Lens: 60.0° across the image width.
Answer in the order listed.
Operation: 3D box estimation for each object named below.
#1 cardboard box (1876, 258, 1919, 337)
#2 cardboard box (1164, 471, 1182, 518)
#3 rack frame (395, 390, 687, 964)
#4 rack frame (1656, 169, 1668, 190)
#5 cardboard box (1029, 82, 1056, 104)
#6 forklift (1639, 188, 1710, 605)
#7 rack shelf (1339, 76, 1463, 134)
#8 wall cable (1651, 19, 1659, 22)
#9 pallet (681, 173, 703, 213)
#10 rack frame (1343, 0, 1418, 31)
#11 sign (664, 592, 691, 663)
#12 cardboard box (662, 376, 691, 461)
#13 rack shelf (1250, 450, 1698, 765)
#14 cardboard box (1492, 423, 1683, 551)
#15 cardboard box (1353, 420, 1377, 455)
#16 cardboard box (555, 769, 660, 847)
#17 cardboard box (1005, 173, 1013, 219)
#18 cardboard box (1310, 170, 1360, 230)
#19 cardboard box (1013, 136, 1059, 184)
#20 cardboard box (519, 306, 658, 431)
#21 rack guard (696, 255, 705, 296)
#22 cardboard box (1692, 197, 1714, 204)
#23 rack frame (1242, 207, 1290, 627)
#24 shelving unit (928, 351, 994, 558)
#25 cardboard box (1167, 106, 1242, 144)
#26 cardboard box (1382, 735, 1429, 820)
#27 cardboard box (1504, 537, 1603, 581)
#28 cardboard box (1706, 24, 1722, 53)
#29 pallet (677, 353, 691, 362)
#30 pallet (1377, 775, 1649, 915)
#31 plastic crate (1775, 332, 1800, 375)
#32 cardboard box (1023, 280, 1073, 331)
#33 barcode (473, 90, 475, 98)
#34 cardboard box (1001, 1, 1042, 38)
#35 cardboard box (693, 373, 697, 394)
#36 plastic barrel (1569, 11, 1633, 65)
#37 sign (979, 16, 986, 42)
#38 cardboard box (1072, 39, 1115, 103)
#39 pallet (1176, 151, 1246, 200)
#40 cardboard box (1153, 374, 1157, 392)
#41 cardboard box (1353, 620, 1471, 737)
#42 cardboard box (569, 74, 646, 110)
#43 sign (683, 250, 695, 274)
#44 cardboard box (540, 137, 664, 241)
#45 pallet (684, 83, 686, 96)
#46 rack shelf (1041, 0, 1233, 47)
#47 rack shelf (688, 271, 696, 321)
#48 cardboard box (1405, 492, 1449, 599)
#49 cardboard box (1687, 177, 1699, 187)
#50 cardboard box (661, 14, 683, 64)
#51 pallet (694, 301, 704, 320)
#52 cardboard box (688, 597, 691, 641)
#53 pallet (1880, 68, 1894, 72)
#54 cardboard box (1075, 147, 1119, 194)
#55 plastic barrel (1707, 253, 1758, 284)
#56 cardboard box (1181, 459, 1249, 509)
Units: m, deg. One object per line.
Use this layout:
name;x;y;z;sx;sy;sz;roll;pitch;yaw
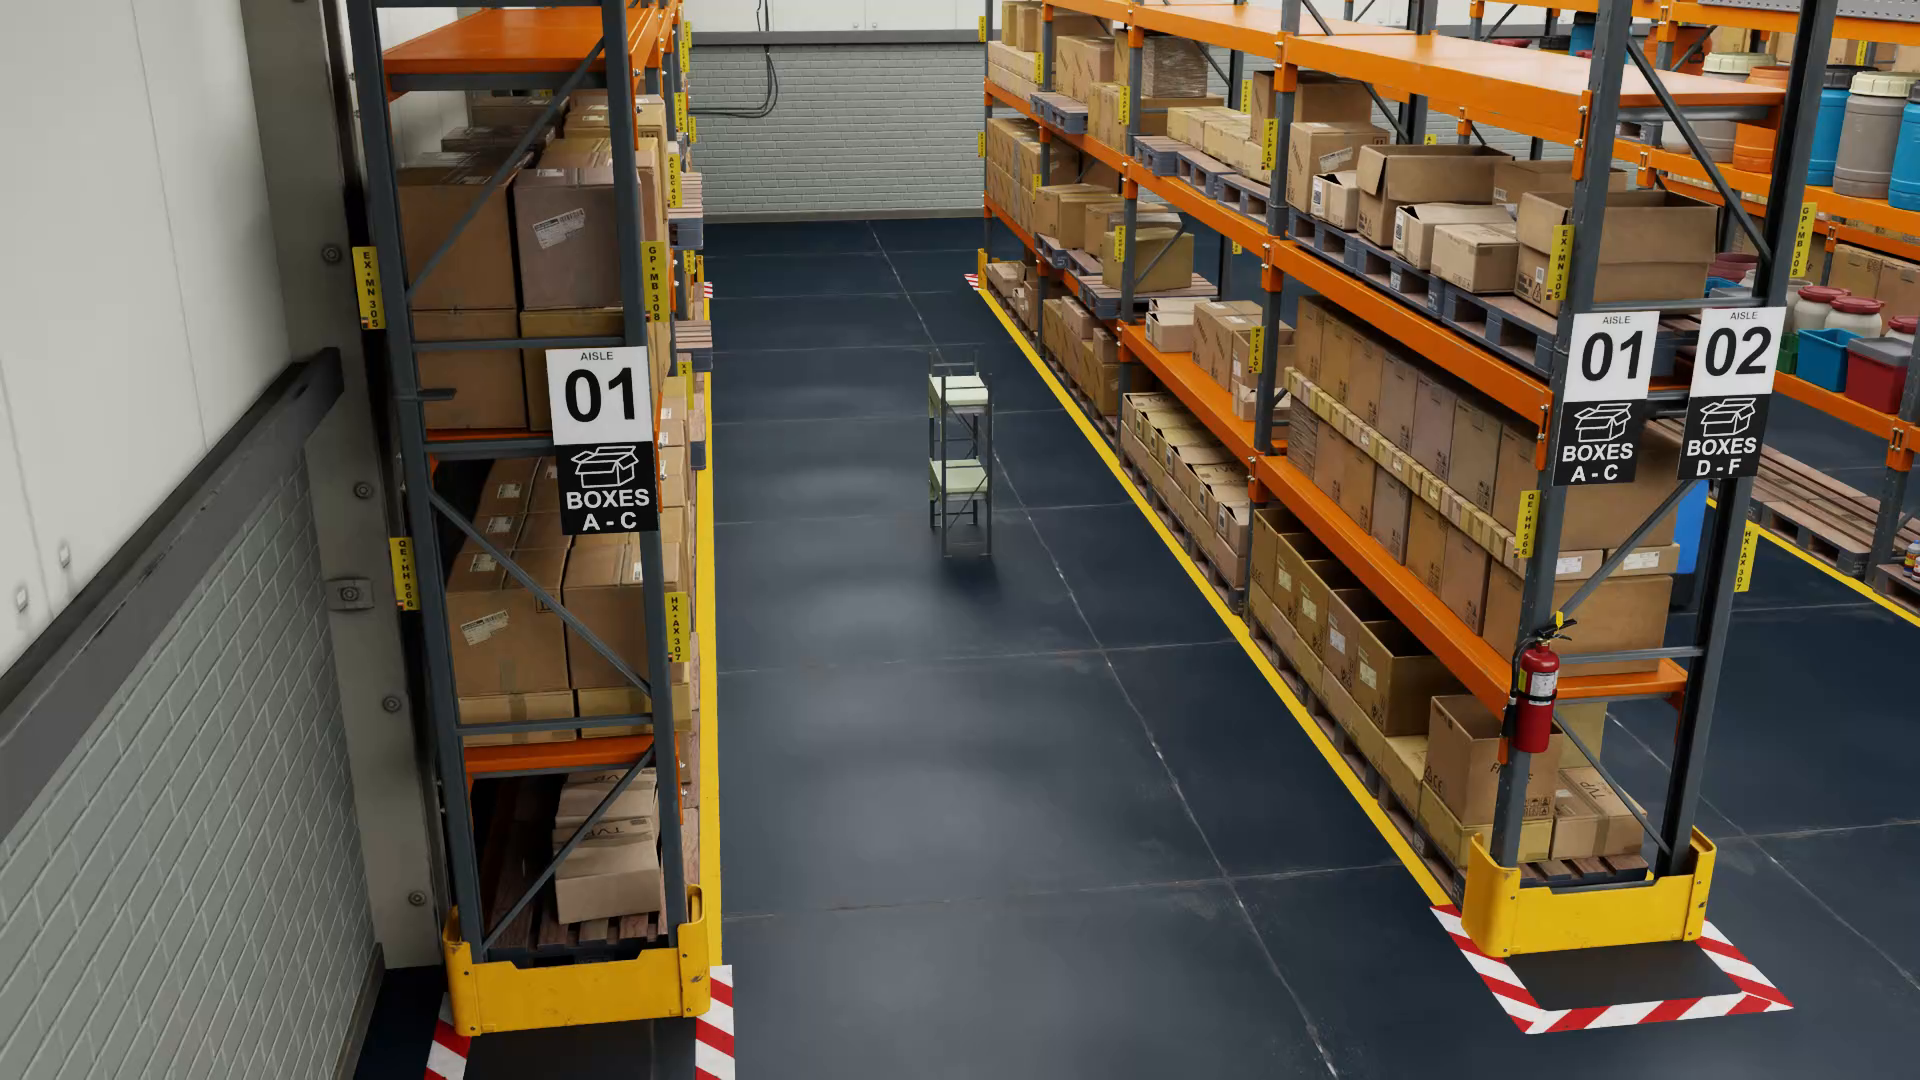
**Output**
cardboard box;11.457;-2.765;19.268;1.225;0.875;0.875;-4;21;-10
cardboard box;2.001;-0.391;13.806;0.500;0.250;0.500;-2;21;-7
rack frame;-1.760;0.811;7.258;1.000;3.000;0.127;-3;21;-8
rack frame;10.639;-5.478;24.096;1.000;3.000;0.127;-3;21;-8
cardboard box;1.079;-5.085;18.970;0.500;0.250;0.500;-3;21;-8
forklift;4.683;-1.331;13.091;1.130;2.935;3.031;-3;21;-9
rack shelf;6.026;-5.604;21.175;1.077;0.370;4.000;-3;21;-8
wall cable;13.234;-11.927;28.191;2.277;5.999;0.120;-3;21;-8
pallet;-2.472;-2.469;12.021;1.213;0.211;1.003;-3;21;-8
rack frame;5.737;-8.039;22.378;1.000;3.000;0.127;-3;21;-8
sign;-1.223;0.378;7.180;0.100;0.325;0.005;-3;21;-8
cardboard box;-1.962;-0.716;10.461;0.500;0.500;0.500;-3;21;-8
rack shelf;2.853;0.204;9.910;1.077;0.370;4.000;-3;21;-8
cardboard box;3.079;-0.275;8.169;0.700;0.500;0.500;-3;21;-8
cardboard box;2.602;-0.627;10.038;0.380;0.149;0.250;-4;21;-9
cardboard box;-1.853;1.423;8.833;0.500;0.311;0.500;-1;21;-3
cardboard box;0.858;-4.334;20.891;0.500;0.500;0.500;-3;21;-7
cardboard box;2.455;-2.076;10.028;0.500;0.311;0.500;-4;21;-11
cardboard box;0.934;-4.624;20.237;0.500;0.500;0.500;-3;21;-7
cardboard box;-1.560;-0.779;7.056;0.500;0.500;0.500;-2;21;-6
rack guard;-4.070;-3.566;22.549;1.175;0.500;0.348;-3;21;-8
cardboard box;10.810;-4.462;23.812;0.875;0.875;0.875;-3;21;-8
rack frame;2.565;-0.825;11.638;1.000;3.000;0.127;-3;21;-8
shelving unit;0.001;-0.700;13.448;0.431;1.500;0.755;-3;21;-8
cardboard box;2.110;-3.587;14.361;0.500;0.250;0.500;-4;21;-12
cardboard box;2.688;1.308;9.257;0.500;0.250;0.500;-3;21;-8
cardboard box;2.898;0.086;8.127;0.380;0.149;0.250;-3;21;-9
cardboard box;10.767;-6.996;22.988;0.700;0.500;0.500;-4;21;-11
pallet;-2.587;-1.186;12.878;1.003;0.211;1.213;-3;21;-8
pallet;2.990;1.603;9.121;1.003;0.211;1.213;-3;21;-8
plastic crate;6.937;-1.563;13.917;0.450;0.188;0.662;-3;21;-8
cardboard box;1.049;-2.813;19.904;0.500;0.500;0.500;-3;21;-8
barcode;-2.561;-2.366;8.762;0.001;0.075;0.075;-3;21;-8
cardboard box;0.925;-6.723;21.571;0.700;0.500;0.500;-3;21;-8
cardboard box;-3.009;-1.713;16.489;0.750;0.750;0.750;-3;21;-8
plastic barrel;6.711;-5.097;17.472;0.600;0.901;0.708;-3;21;-8
sign;0.298;-6.767;22.011;0.100;0.325;0.005;-3;21;-8
cardboard box;1.530;-4.882;17.327;0.600;0.600;0.600;-3;21;-8
pallet;2.339;-2.909;13.201;1.003;0.211;1.213;-2;21;-5
cardboard box;2.125;-1.598;16.652;0.500;0.500;0.500;-4;21;-10
cardboard box;2.611;0.784;9.588;0.500;0.500;0.500;-3;21;-8
cardboard box;-3.038;-3.779;14.488;0.700;0.500;0.500;-5;21;-12
sign;-2.377;-2.495;14.567;0.100;0.325;0.005;-3;21;-8
cardboard box;-1.682;-1.617;7.872;0.500;0.500;0.500;-2;21;-6
pallet;-3.770;-5.413;19.761;1.003;0.211;1.213;-3;21;-8
rack shelf;1.700;-5.188;16.346;1.077;0.370;4.000;-3;21;-8
rack shelf;-3.201;-2.314;16.654;1.077;0.370;4.000;-3;21;-8
cardboard box;2.941;-0.003;9.294;0.700;0.500;0.500;-3;21;-7
cardboard box;10.439;-5.044;23.292;0.380;0.149;0.250;-3;21;-9
cardboard box;-3.315;-5.535;18.360;0.500;0.500;0.500;-3;21;-8
pallet;-3.701;-2.728;20.718;1.003;0.211;1.213;-3;21;-8
cardboard box;-1.672;0.331;8.728;0.500;0.250;0.500;-3;21;-9
pallet;11.108;-5.741;20.639;1.003;0.211;1.213;-3;21;-8
cardboard box;1.622;-4.287;19.336;0.500;0.500;0.500;-2;21;-6
plastic barrel;7.257;-2.377;15.598;0.600;0.536;0.708;-3;21;-8
cardboard box;2.072;-0.475;13.229;0.500;0.311;0.500;-3;21;-8
